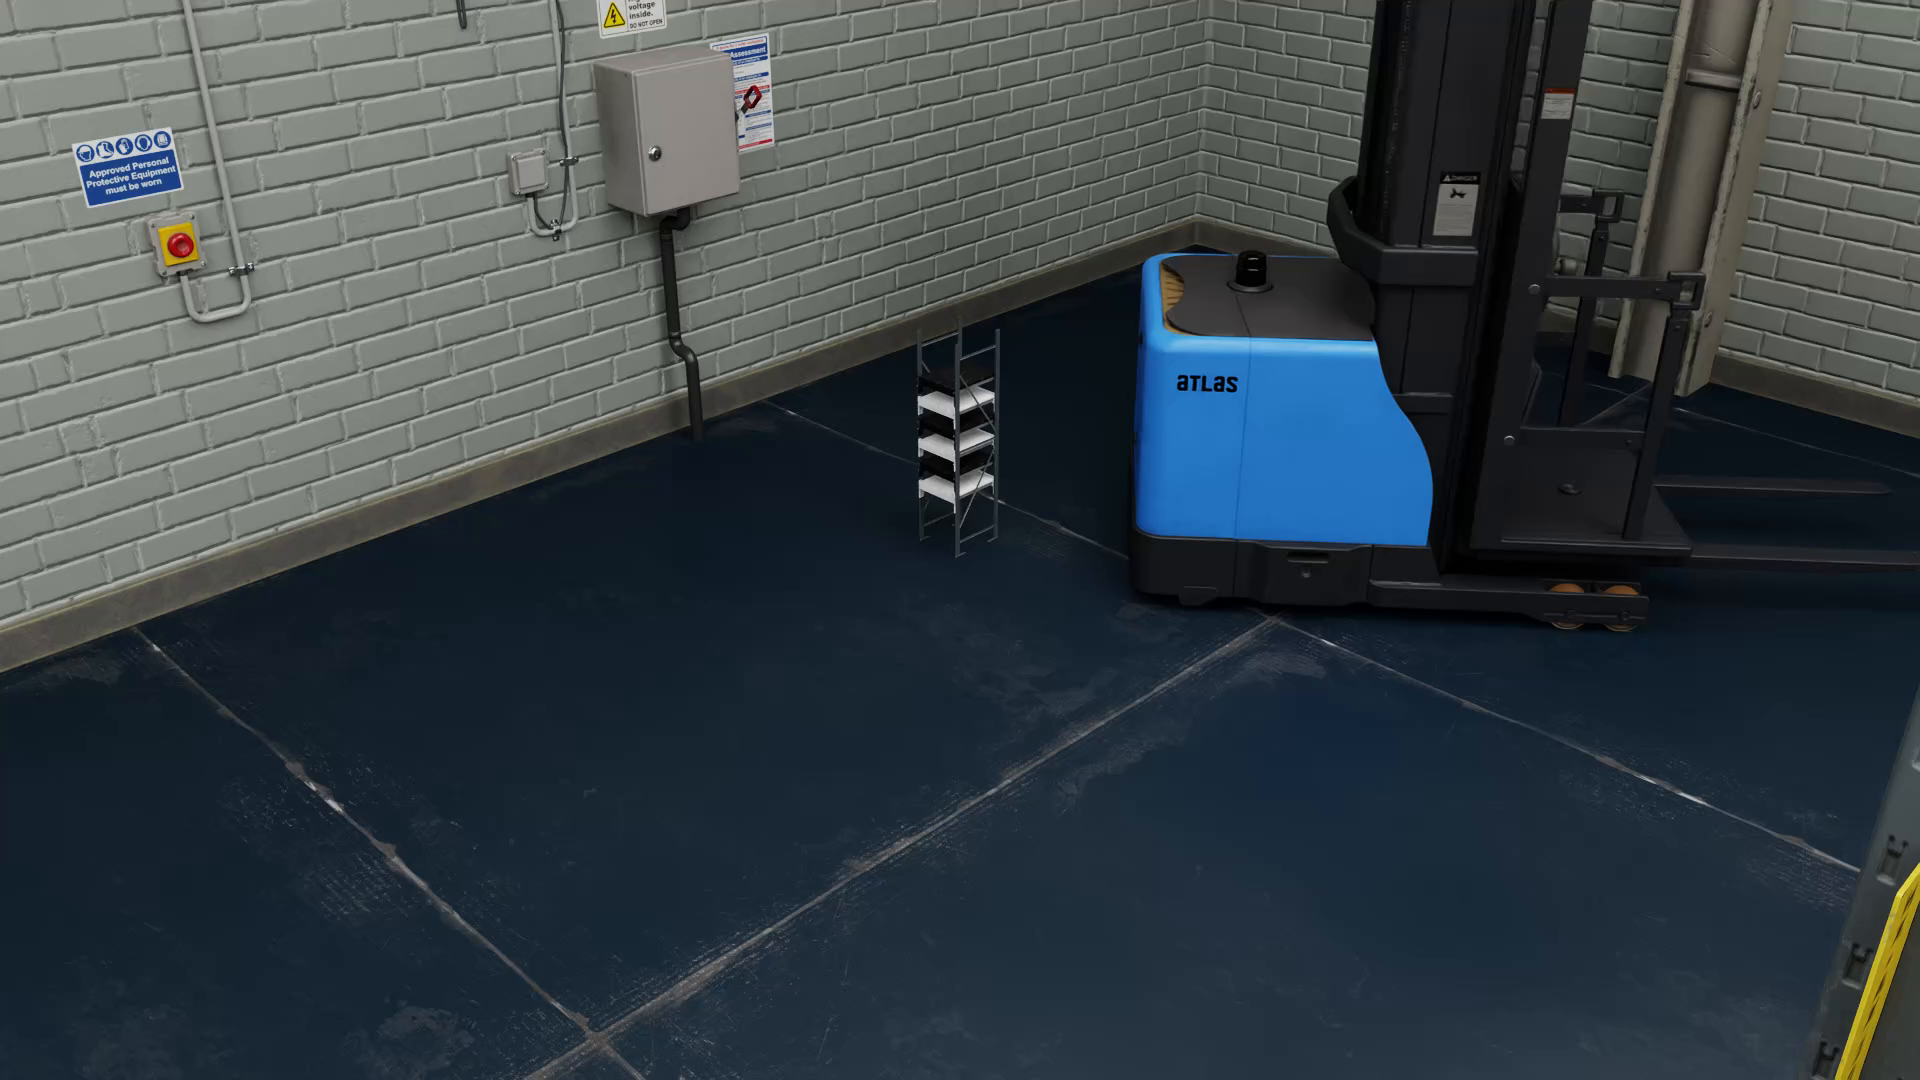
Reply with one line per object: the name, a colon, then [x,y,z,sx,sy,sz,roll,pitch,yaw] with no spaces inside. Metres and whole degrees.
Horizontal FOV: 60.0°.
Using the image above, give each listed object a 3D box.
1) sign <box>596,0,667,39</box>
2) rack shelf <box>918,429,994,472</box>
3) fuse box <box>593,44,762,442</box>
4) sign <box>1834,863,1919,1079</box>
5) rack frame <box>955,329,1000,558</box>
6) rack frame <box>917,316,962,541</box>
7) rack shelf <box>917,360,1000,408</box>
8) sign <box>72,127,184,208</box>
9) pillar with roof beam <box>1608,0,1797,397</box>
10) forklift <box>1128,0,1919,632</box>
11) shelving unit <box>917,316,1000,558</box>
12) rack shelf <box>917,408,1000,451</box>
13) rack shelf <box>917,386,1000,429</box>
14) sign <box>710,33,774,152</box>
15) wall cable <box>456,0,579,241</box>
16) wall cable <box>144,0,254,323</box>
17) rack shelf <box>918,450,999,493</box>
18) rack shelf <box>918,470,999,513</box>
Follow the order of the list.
sign: [-1.350,-2.205,6.833,0.001,0.242,0.339,25,36,38]
rack shelf: [-0.006,-0.371,6.561,0.200,0.077,0.258,25,36,38]
fuse box: [-1.163,-1.220,7.231,0.414,1.711,0.539,25,36,38]
sign: [0.904,0.456,1.645,0.005,0.325,0.100,25,36,38]
rack frame: [0.067,-0.368,6.483,0.006,0.900,0.240,25,36,38]
rack frame: [-0.078,-0.434,6.609,0.006,0.900,0.240,25,36,38]
rack shelf: [-0.006,-0.610,6.435,0.200,0.077,0.258,25,36,38]
sign: [-2.818,-1.264,5.641,0.001,0.218,0.327,25,36,38]
pillar with roof beam: [0.465,-3.362,3.475,0.400,9.000,9.100,25,36,38]
forklift: [2.187,-1.219,5.920,3.031,2.935,1.130,2,28,4]
shelving unit: [-0.006,-0.401,6.546,0.210,0.900,0.258,25,36,38]
rack shelf: [-0.006,-0.451,6.519,0.200,0.077,0.258,25,36,38]
rack shelf: [-0.006,-0.531,6.477,0.200,0.077,0.258,25,36,38]
sign: [-0.965,-1.979,7.394,0.001,0.494,0.329,25,36,38]
wall cable: [-1.754,-2.065,6.362,0.122,1.984,0.588,25,36,38]
wall cable: [-2.740,-1.604,5.452,0.123,1.953,0.585,25,36,38]
rack shelf: [-0.006,-0.292,6.603,0.200,0.077,0.258,25,36,38]
rack shelf: [-0.006,-0.212,6.645,0.200,0.077,0.258,25,36,38]
